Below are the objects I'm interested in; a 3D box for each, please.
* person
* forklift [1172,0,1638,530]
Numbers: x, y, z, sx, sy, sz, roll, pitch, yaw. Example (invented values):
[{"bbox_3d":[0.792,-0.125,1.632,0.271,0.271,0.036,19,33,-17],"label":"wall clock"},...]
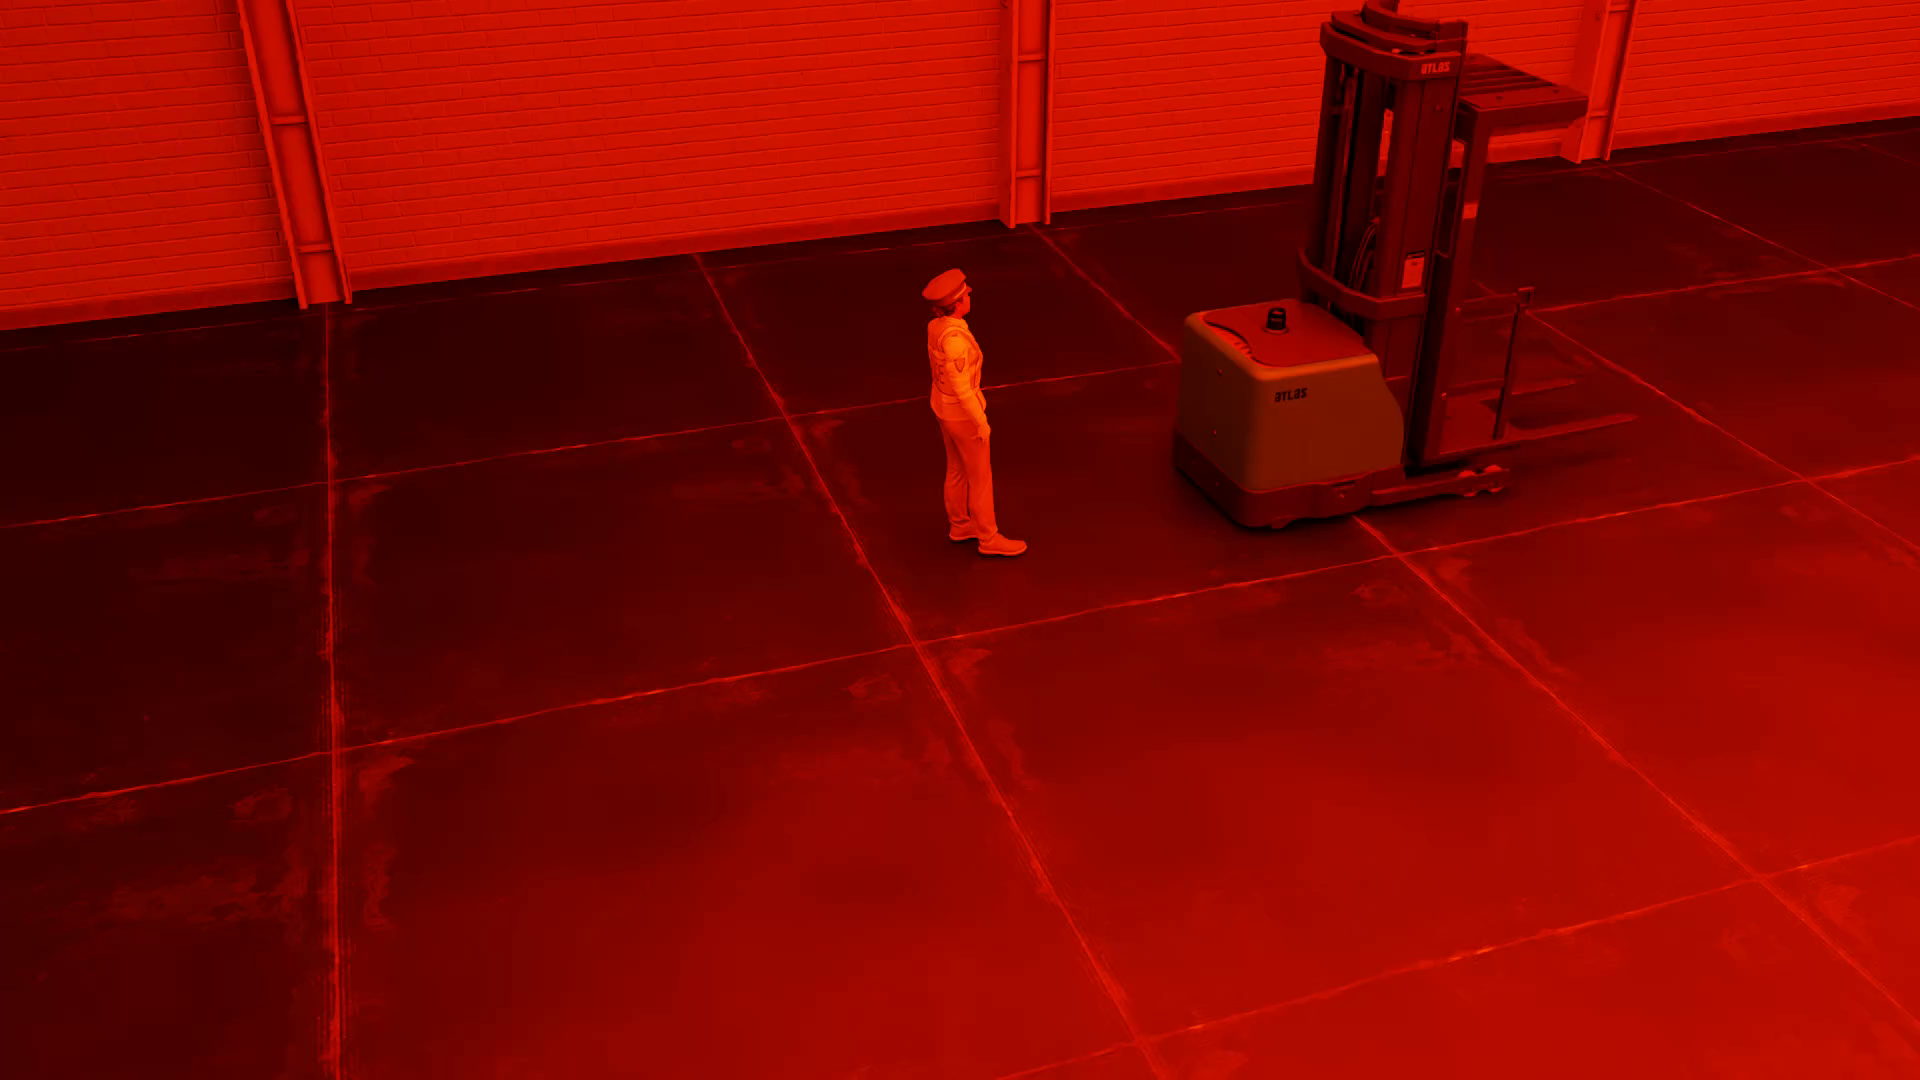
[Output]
[{"bbox_3d":[0.068,-0.748,9.613,0.530,1.694,0.586,-10,31,-16],"label":"person"},{"bbox_3d":[2.947,-1.777,10.176,3.031,2.935,1.130,-10,32,-18],"label":"forklift"}]
